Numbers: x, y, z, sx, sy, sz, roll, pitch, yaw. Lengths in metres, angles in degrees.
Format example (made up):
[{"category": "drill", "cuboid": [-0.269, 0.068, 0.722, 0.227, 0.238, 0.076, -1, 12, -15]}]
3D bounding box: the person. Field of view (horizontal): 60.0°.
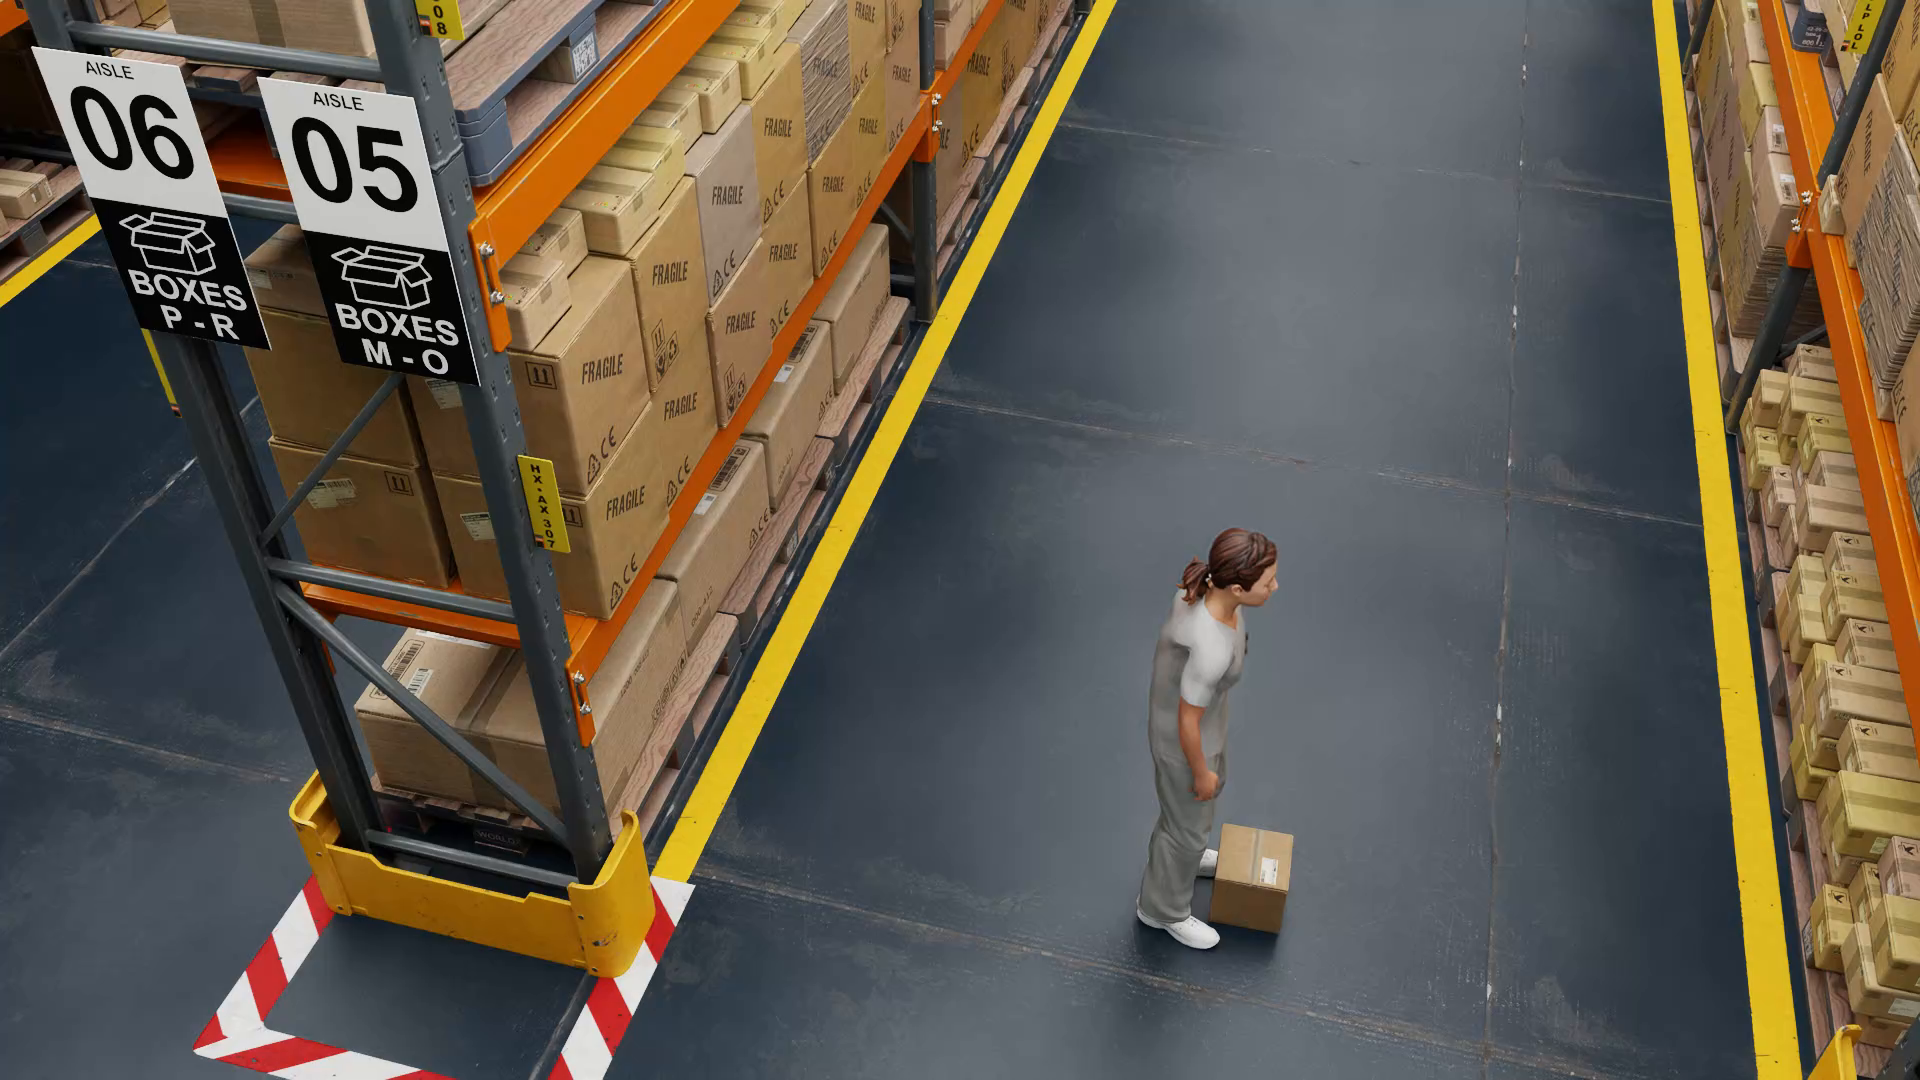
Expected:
[{"category": "person", "cuboid": [0.789, 0.624, 5.446, 0.358, 1.673, 0.505, 9, 42, 10]}]
